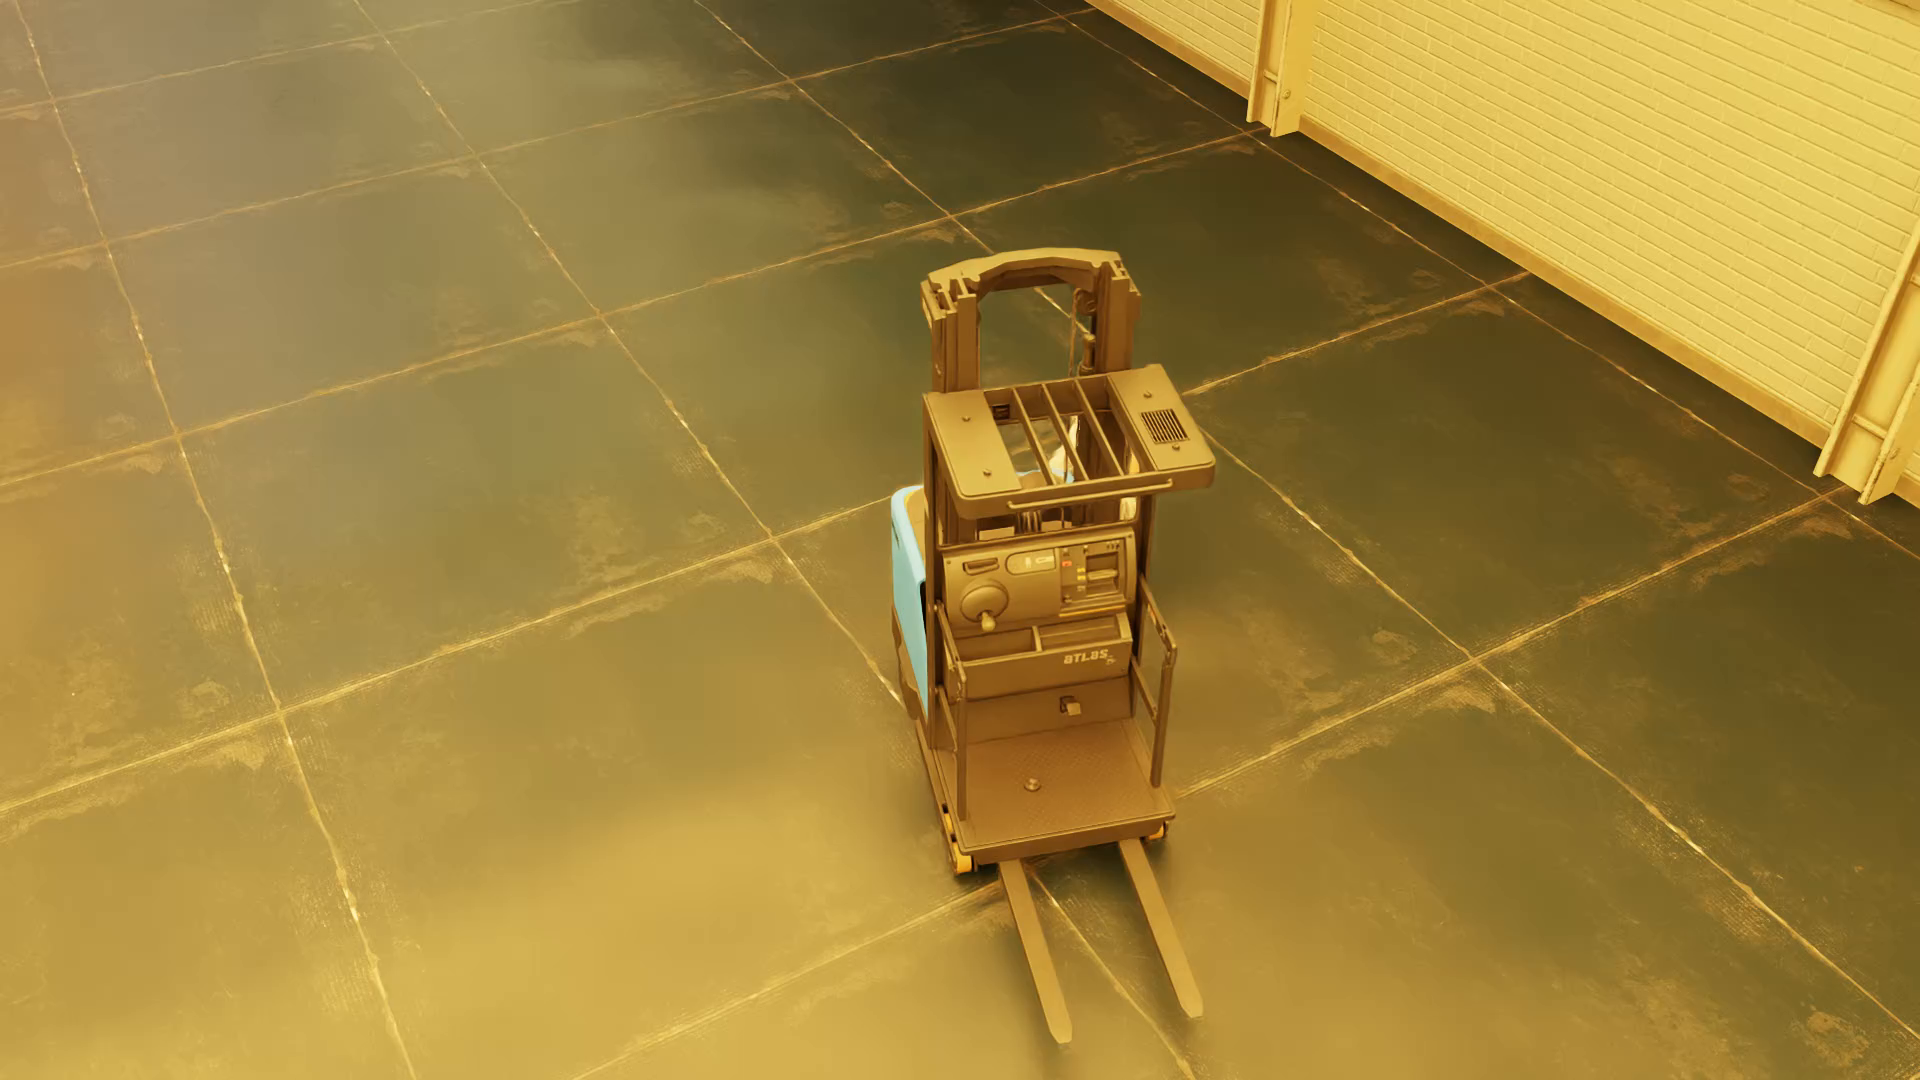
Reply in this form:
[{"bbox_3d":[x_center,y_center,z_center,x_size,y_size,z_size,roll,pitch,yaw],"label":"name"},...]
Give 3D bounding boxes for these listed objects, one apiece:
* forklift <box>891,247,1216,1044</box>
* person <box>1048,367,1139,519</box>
[{"bbox_3d":[0.431,0.270,7.710,1.130,2.935,3.031,-8,40,-10],"label":"forklift"},{"bbox_3d":[0.811,-0.541,9.665,0.490,1.692,0.923,-19,43,-21],"label":"person"}]
